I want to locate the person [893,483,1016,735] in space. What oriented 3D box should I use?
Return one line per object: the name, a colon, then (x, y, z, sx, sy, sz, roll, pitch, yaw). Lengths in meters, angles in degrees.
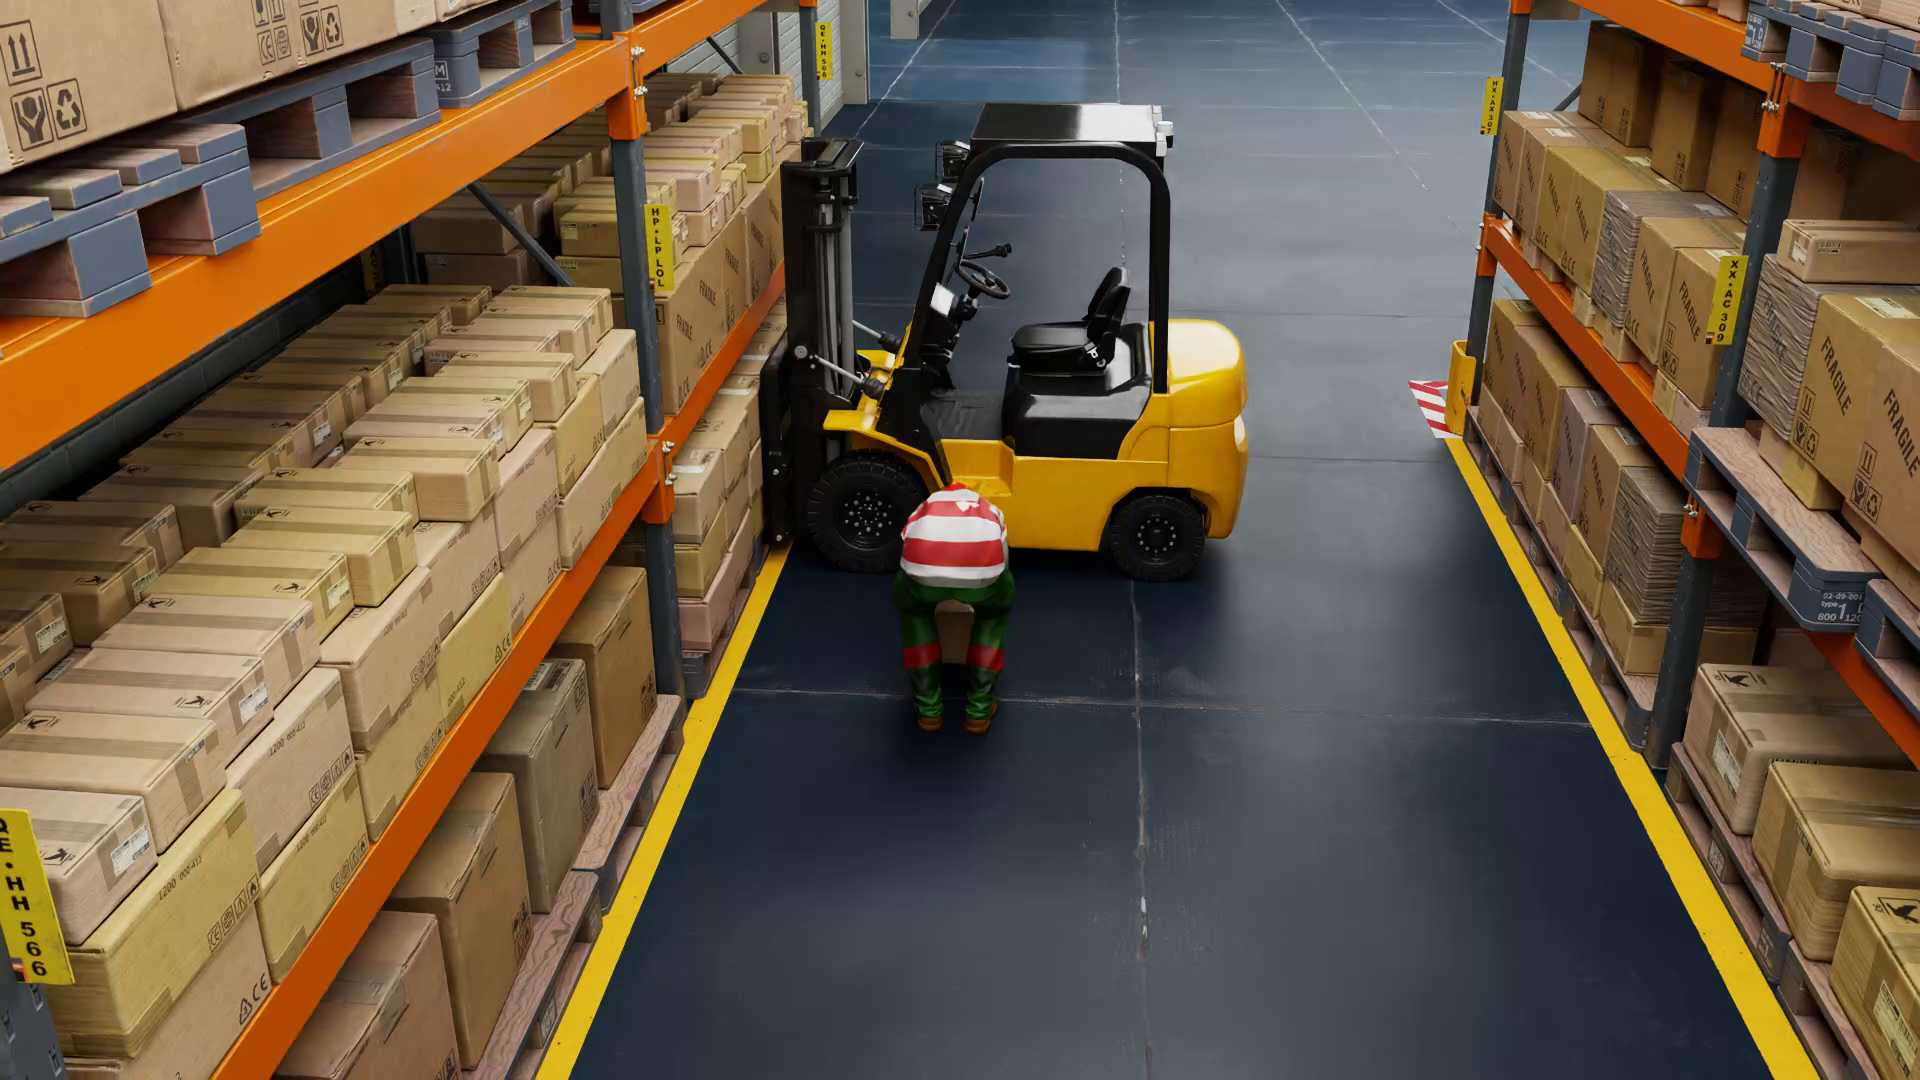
person: (-0.022, 0.231, 6.986, 0.510, 1.024, 0.955, 1, 24, 2)
